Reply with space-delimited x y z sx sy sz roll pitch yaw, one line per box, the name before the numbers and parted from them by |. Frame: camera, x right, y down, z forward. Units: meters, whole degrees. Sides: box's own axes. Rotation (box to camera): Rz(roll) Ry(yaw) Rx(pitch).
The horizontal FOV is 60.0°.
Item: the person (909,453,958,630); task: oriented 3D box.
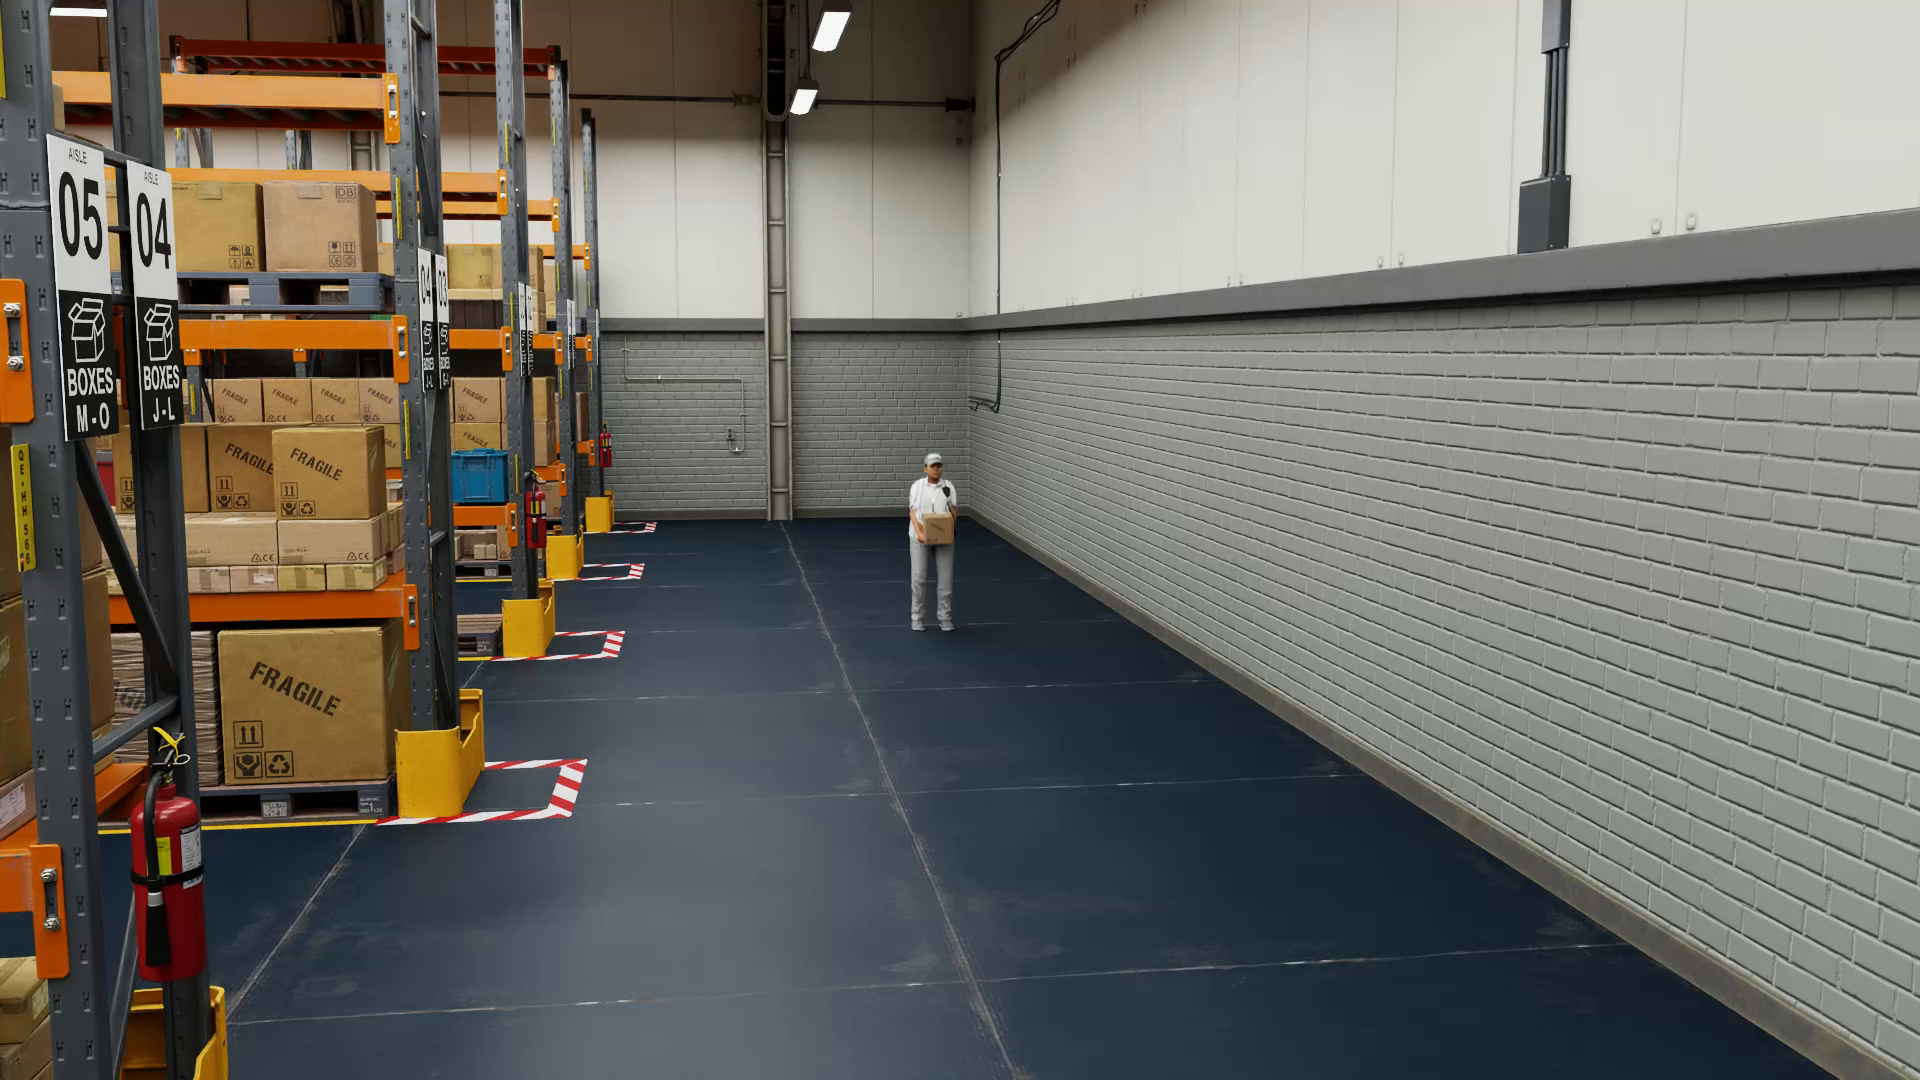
person | -0.243 0.021 15.656 0.456 1.660 0.535 -1 7 -7
